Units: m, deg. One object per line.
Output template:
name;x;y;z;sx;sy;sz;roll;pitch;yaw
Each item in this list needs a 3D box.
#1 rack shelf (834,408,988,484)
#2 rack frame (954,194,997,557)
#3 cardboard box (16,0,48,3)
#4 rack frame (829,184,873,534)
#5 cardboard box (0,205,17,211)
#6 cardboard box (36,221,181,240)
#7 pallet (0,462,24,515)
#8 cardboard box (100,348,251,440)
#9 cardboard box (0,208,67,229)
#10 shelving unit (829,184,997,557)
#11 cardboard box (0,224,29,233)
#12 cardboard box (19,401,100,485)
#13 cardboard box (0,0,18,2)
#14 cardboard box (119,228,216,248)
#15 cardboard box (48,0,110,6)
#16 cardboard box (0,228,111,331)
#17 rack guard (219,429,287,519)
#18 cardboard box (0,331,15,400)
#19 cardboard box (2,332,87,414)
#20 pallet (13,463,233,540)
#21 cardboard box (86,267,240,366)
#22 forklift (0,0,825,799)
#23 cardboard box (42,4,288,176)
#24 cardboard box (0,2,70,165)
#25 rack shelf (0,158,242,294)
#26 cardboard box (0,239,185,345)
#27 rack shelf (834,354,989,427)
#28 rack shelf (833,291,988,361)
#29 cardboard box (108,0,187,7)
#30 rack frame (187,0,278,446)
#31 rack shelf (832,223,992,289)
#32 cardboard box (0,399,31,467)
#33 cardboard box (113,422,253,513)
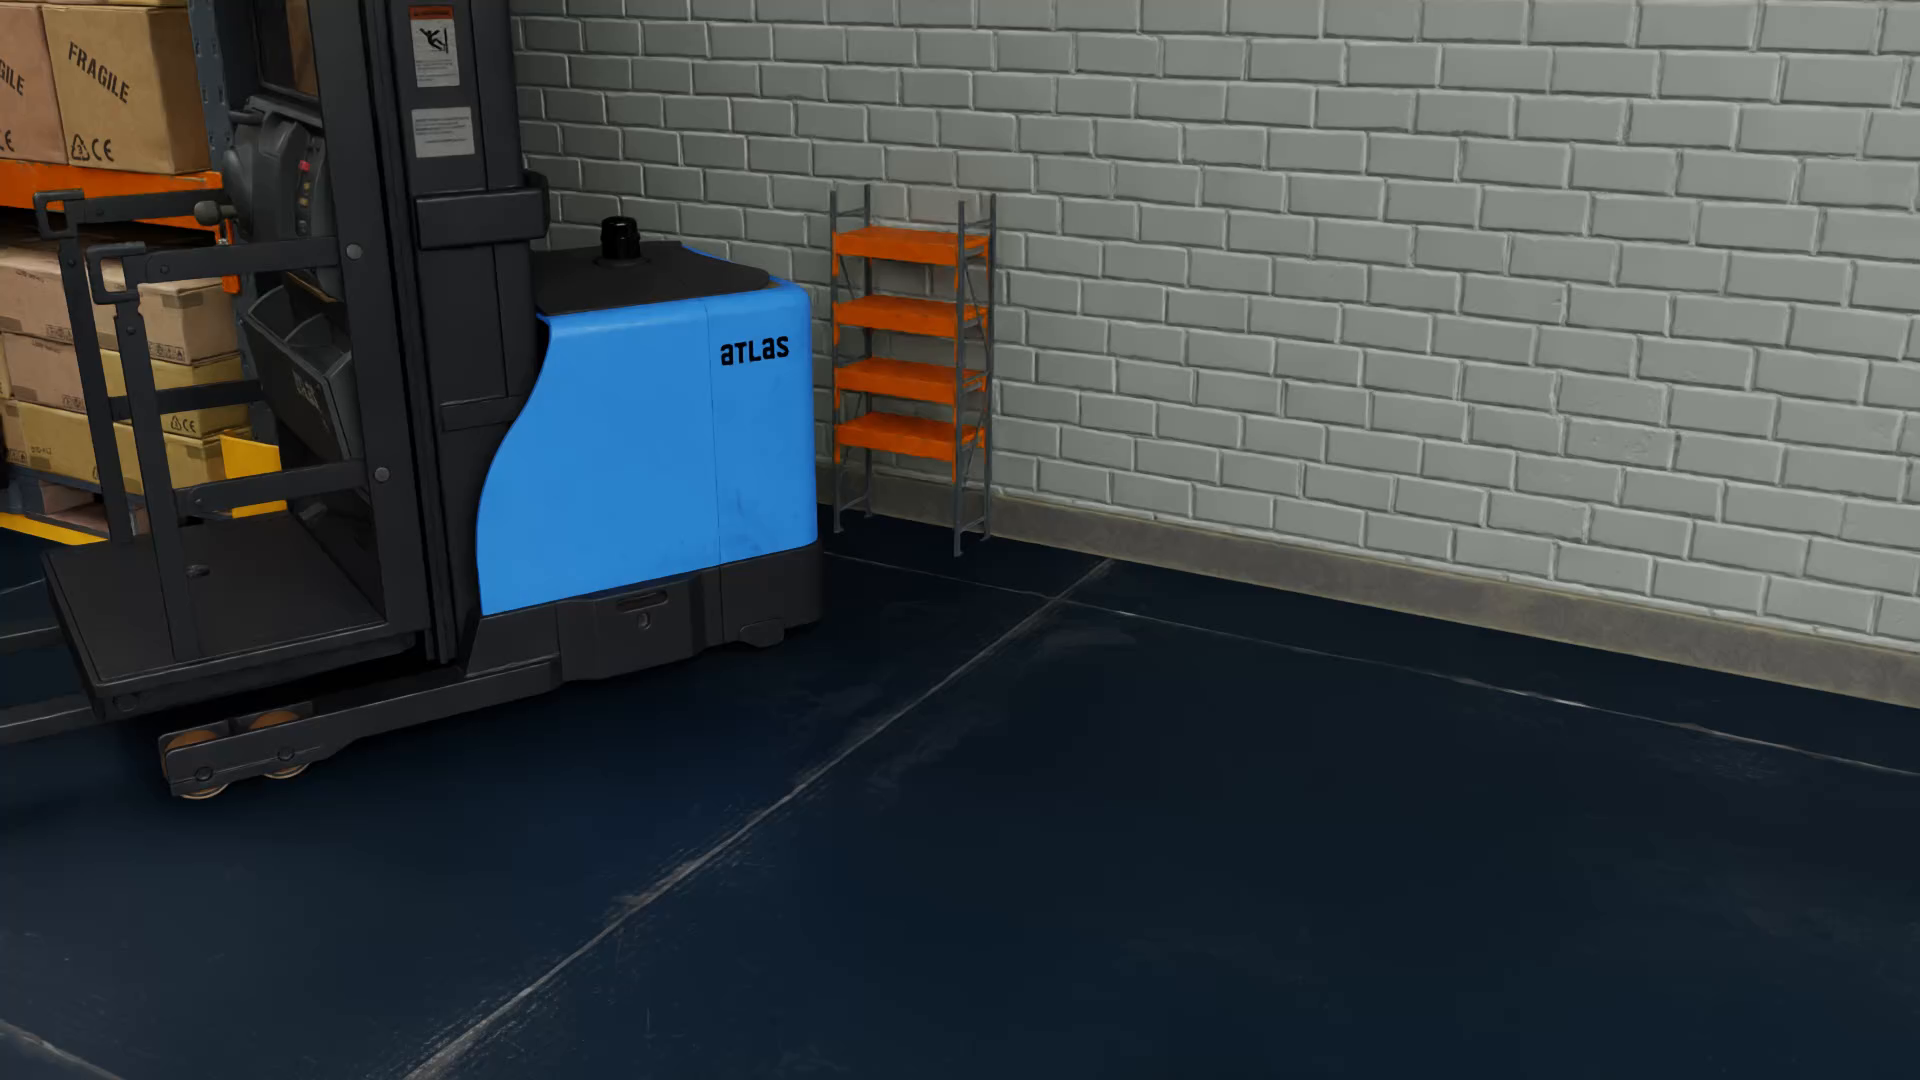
rack shelf;-0.167;-0.332;5.791;0.480;0.148;0.258;11;21;27
rack frame;0.050;-0.544;5.595;0.015;1.200;0.240;11;21;27
cardboard box;-2.865;-1.850;5.469;0.250;0.149;0.380;11;23;28
rack frame;-0.378;-0.624;5.816;0.015;1.200;0.240;11;21;27
cardboard box;-4.075;-1.277;6.937;0.500;0.250;0.500;11;23;28
cardboard box;-3.188;-1.109;6.473;0.500;0.250;0.500;11;22;27
pallet;-3.740;-0.436;6.758;1.213;0.211;1.003;11;23;27
cardboard box;-2.569;-0.557;5.685;0.500;0.250;0.500;10;22;27
cardboard box;-3.632;-1.196;6.713;0.500;0.250;0.500;10;22;26
shelving unit;-0.164;-0.584;5.706;0.503;1.200;0.258;11;21;27
cardboard box;-3.878;-1.038;6.279;0.500;0.250;0.500;10;22;26
cardboard box;-2.985;-0.404;5.995;0.500;0.250;0.500;11;23;27
cardboard box;-3.076;-1.895;5.592;0.250;0.149;0.380;11;22;27
cardboard box;-2.756;-1.022;6.235;0.500;0.250;0.500;11;23;27
cardboard box;-2.668;-1.789;5.300;0.250;0.149;0.380;11;23;28
cardboard box;-3.439;-0.952;6.040;0.500;0.250;0.500;11;23;28
rack guard;-1.970;-0.250;5.821;0.348;0.500;1.175;11;23;27
cardboard box;-3.462;-0.723;6.143;0.500;0.250;0.500;10;22;26
cardboard box;-3.001;-0.643;5.923;0.500;0.250;0.500;11;22;27
pallet;-2.679;-0.233;6.198;1.213;0.211;1.003;11;23;27
cardboard box;-2.545;-0.788;5.588;0.500;0.250;0.500;12;23;29
forklift;-1.921;-0.944;4.168;3.031;2.935;1.130;-13;24;-31
cardboard box;-2.549;-1.480;5.399;0.500;0.500;0.500;10;22;26
cardboard box;-2.997;-1.569;5.645;0.500;0.500;0.500;12;23;29
rack shelf;-3.737;-1.424;6.446;4.000;0.370;1.077;11;23;27
cardboard box;-2.994;-0.871;5.817;0.500;0.250;0.500;11;23;28
rack shelf;-0.165;-0.520;5.727;0.480;0.148;0.258;11;21;27
rack shelf;-0.162;-0.732;5.656;0.480;0.148;0.258;11;21;27
cardboard box;-2.431;-1.755;5.207;0.250;0.149;0.380;11;23;28
rack frame;-1.991;-1.429;5.406;0.127;3.000;1.000;11;23;27
rack shelf;-0.159;-0.956;5.580;0.480;0.148;0.258;11;21;27
cardboard box;-3.417;-0.489;6.232;0.500;0.250;0.500;11;23;28
cardboard box;-2.555;-0.318;5.760;0.500;0.250;0.500;11;23;28
